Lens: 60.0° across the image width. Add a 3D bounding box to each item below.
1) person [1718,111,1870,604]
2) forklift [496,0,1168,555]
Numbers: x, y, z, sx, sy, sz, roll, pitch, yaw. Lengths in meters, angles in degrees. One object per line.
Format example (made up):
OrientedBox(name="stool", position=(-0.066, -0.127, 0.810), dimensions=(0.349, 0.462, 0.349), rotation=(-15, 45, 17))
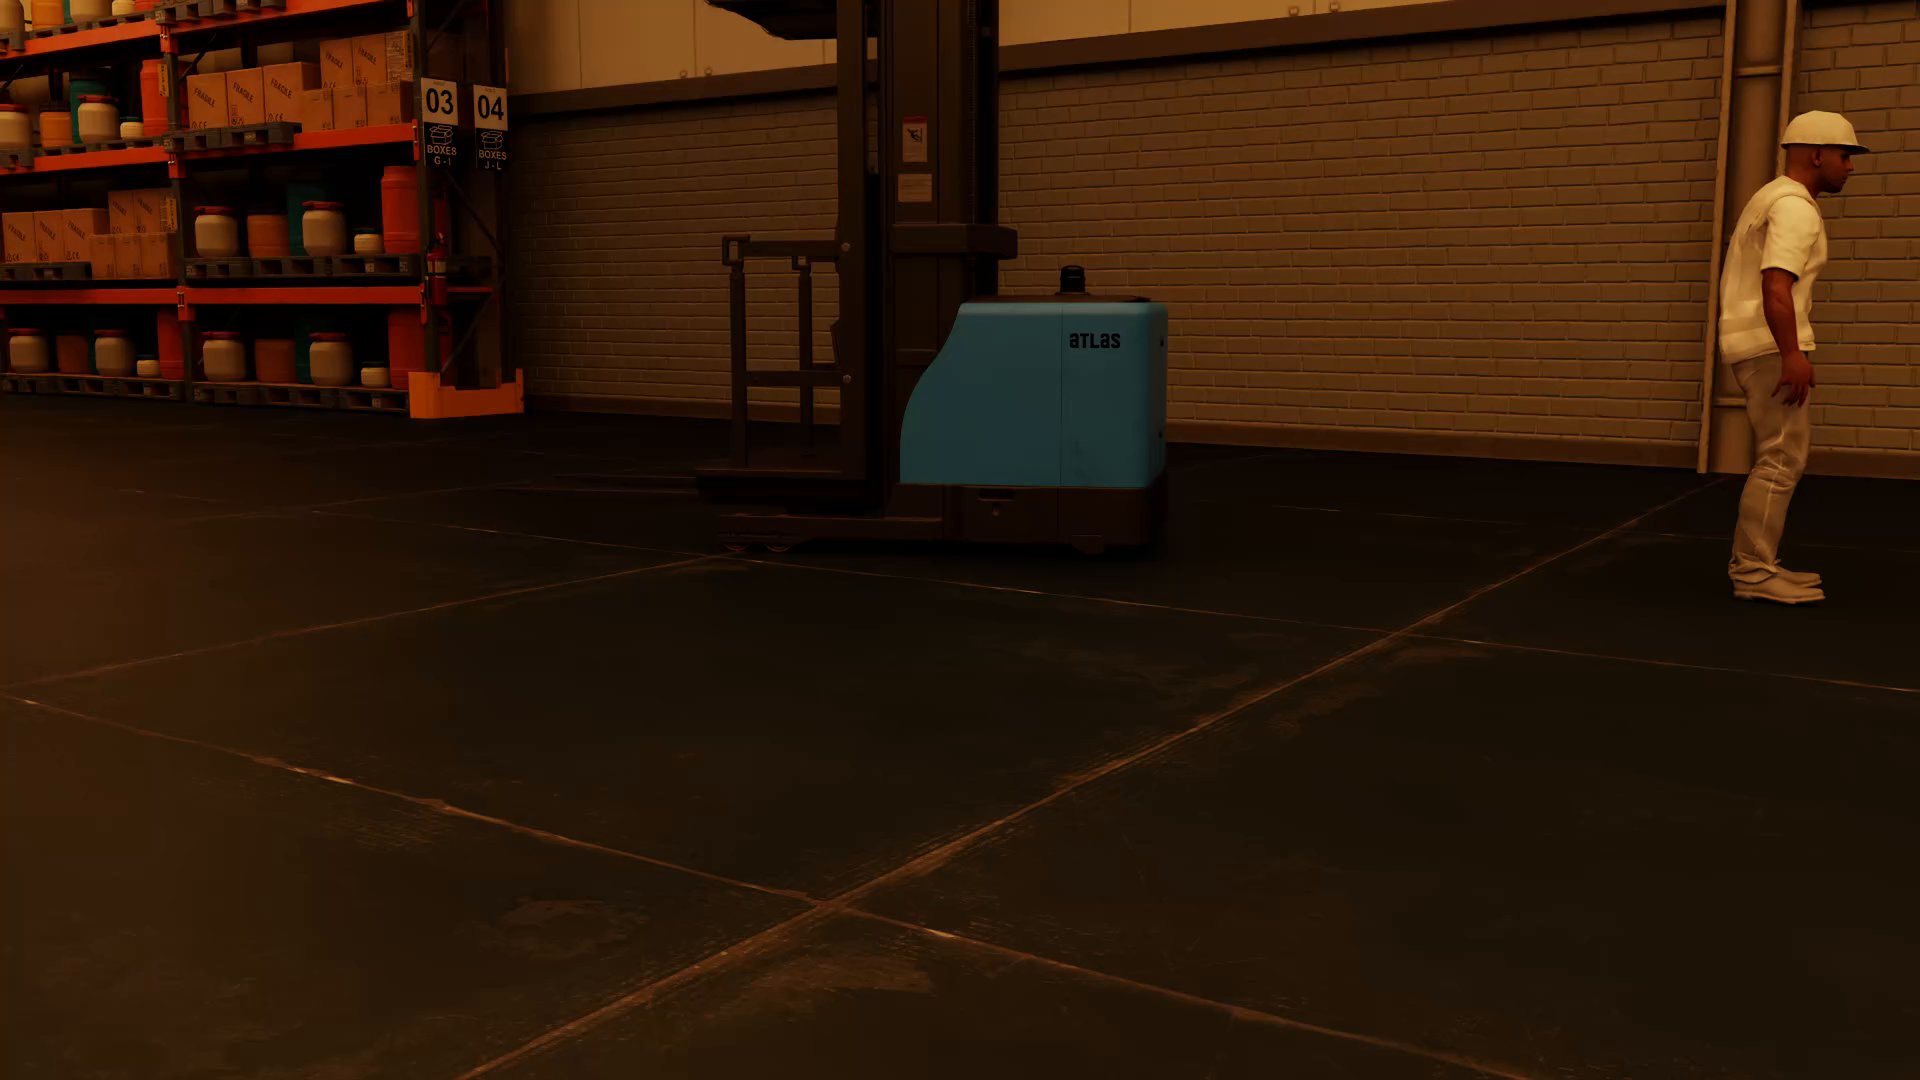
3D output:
OrientedBox(name="person", position=(3.022, -0.672, 6.095), dimensions=(0.461, 1.759, 0.631), rotation=(3, 9, 23))
OrientedBox(name="forklift", position=(-0.596, -1.469, 7.520), dimensions=(3.031, 2.935, 1.130), rotation=(2, 8, 12))
